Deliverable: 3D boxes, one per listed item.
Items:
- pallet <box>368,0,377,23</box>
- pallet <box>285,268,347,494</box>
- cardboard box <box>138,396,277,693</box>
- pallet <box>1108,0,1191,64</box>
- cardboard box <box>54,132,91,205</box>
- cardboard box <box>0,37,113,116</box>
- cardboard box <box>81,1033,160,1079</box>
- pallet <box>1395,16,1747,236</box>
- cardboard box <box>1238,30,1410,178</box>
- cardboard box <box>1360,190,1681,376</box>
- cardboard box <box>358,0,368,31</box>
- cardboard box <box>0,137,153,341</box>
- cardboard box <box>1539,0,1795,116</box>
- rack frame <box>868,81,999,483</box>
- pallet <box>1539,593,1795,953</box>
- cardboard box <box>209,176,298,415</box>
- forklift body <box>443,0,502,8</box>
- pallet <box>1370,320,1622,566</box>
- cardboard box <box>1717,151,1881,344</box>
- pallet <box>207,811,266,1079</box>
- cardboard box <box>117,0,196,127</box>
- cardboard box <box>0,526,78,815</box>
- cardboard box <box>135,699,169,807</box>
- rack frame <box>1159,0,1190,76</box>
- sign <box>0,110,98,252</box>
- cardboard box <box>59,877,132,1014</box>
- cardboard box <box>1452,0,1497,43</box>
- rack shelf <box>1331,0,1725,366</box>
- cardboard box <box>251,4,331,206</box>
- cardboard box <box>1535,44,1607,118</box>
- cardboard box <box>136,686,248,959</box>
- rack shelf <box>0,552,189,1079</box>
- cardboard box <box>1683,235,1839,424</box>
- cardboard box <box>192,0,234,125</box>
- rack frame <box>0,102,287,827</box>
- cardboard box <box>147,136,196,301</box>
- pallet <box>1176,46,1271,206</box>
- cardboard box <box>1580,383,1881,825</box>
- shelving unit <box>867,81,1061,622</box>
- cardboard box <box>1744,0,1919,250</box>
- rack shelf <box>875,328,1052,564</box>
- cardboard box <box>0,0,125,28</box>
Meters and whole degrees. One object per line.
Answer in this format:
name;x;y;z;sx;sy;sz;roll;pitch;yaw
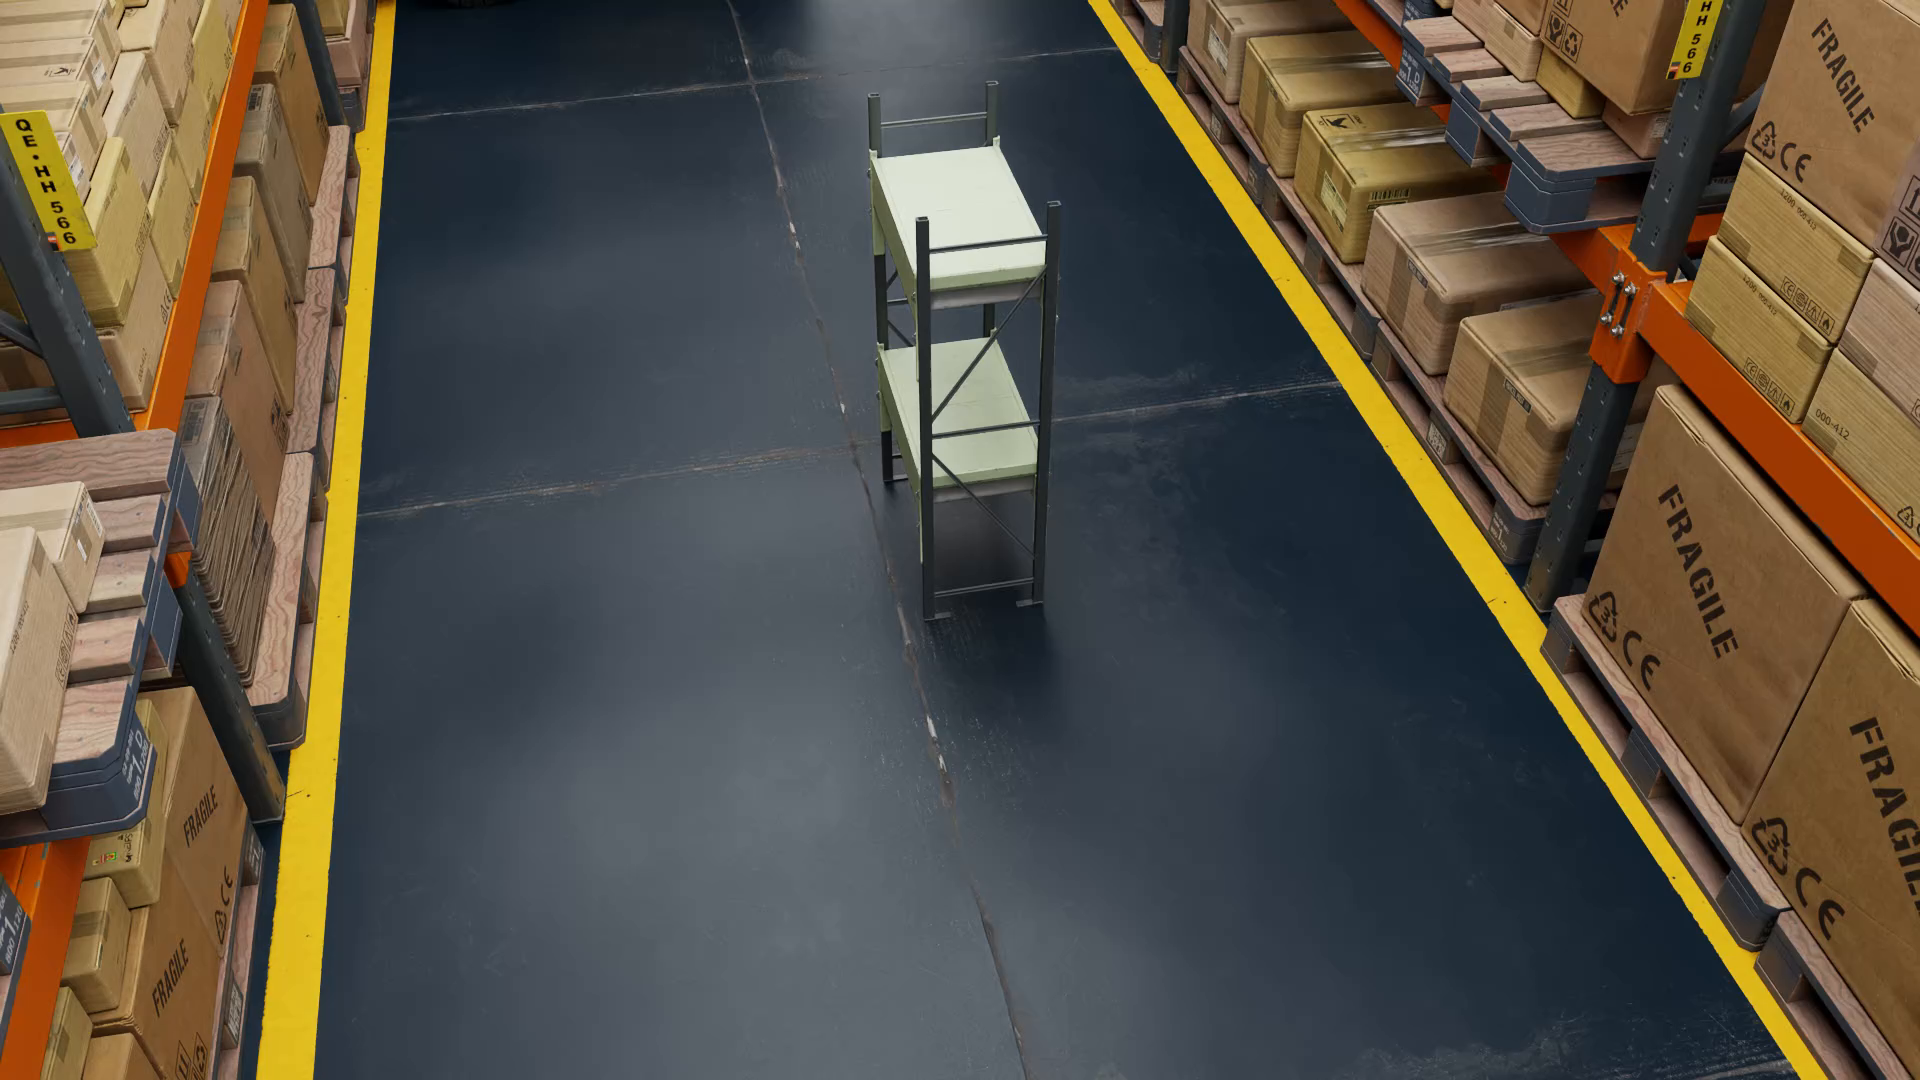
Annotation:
pallet;-3.727;-3.135;9.122;1.003;0.211;1.213;-8;42;-9
pallet;-2.865;-0.557;6.218;1.003;0.211;1.213;-8;42;-9
cardboard box;-2.587;0.054;4.902;0.875;0.625;0.625;-7;42;-8
pallet;1.337;-2.965;8.931;1.003;0.211;1.213;-8;42;-9
cardboard box;-2.247;-0.800;3.827;0.380;0.149;0.250;-7;42;-8
cardboard box;-2.386;-1.135;4.206;0.380;0.149;0.250;-7;42;-8
cardboard box;-1.951;1.415;3.463;0.500;0.500;0.500;-7;42;-7
pallet;2.122;-1.360;5.167;1.213;0.211;1.003;-8;42;-9
cardboard box;1.791;-1.947;7.346;0.950;0.372;0.625;-6;42;-7
cardboard box;2.101;-1.004;6.284;0.950;0.372;0.625;-9;42;-10
cardboard box;-3.235;-2.680;8.265;0.500;0.250;0.500;-9;42;-10
cardboard box;-2.299;-0.728;4.047;0.500;0.250;0.500;-8;42;-9
cardboard box;2.010;-1.545;4.615;0.500;0.500;0.500;-9;42;-11
rack frame;-0.080;-0.802;5.524;0.400;1.500;0.023;-8;42;-9
pallet;2.477;0.580;4.937;1.003;0.211;1.213;-8;42;-9
cardboard box;-2.881;-0.805;5.870;0.875;0.625;0.625;-10;43;-11
forklift body;-2.002;-4.171;8.829;2.313;2.155;1.214;-8;42;-9
pallet;2.213;-0.448;6.096;1.003;0.211;1.213;-8;42;-9
cardboard box;2.248;-0.752;4.074;0.500;0.250;0.500;-9;42;-10
pallet;-2.342;1.261;4.170;1.003;0.211;1.213;-8;42;-9
cardboard box;-2.525;-1.391;4.794;0.500;0.250;0.500;-9;42;-10
cardboard box;-1.922;0.266;2.988;0.500;0.250;0.500;-10;43;-11
cardboard box;-2.112;0.548;3.951;0.380;0.149;0.250;-10;43;-11
rack frame;1.517;-3.577;7.521;1.000;3.000;0.127;-8;42;-9
sign;-1.938;-0.758;3.532;0.100;0.325;0.005;-8;42;-9
cardboard box;-2.009;0.898;3.557;0.380;0.149;0.250;-10;43;-11
cardboard box;1.806;-1.711;5.291;0.380;0.149;0.250;-10;43;-11
rack shelf;1.948;-2.012;6.299;1.077;0.370;4.000;-8;42;-9
cardboard box;-3.206;-1.796;6.986;0.875;0.625;0.625;-7;42;-7
cardboard box;1.951;-1.390;4.929;0.380;0.149;0.250;-8;42;-9
cardboard box;-2.165;0.750;4.212;0.500;0.500;0.500;-7;42;-8
rack shelf;-2.034;1.295;2.574;1.077;0.370;4.000;-8;42;-9
cardboard box;2.240;-0.575;4.251;0.500;0.250;0.500;-9;42;-10
cardboard box;-2.655;-1.534;5.331;0.500;0.250;0.500;-7;42;-8
rack frame;-2.466;-0.271;3.796;1.000;3.000;0.127;-8;42;-9
cardboard box;-2.427;-0.864;4.577;0.500;0.250;0.500;-9;42;-10
pallet;1.686;-2.030;7.878;1.003;0.211;1.213;-8;42;-9
cardboard box;2.448;0.113;4.648;0.875;0.875;0.875;-9;42;-10
shelving unit;-0.001;-0.565;5.257;0.431;1.500;0.755;-8;42;-9
cardboard box;2.248;-1.041;3.835;0.500;0.500;0.500;-10;43;-11
rack shelf;-0.001;-0.321;5.473;0.431;0.370;0.720;-8;42;-9
cardboard box;-2.539;-1.462;4.573;0.380;0.149;0.250;-8;42;-9
